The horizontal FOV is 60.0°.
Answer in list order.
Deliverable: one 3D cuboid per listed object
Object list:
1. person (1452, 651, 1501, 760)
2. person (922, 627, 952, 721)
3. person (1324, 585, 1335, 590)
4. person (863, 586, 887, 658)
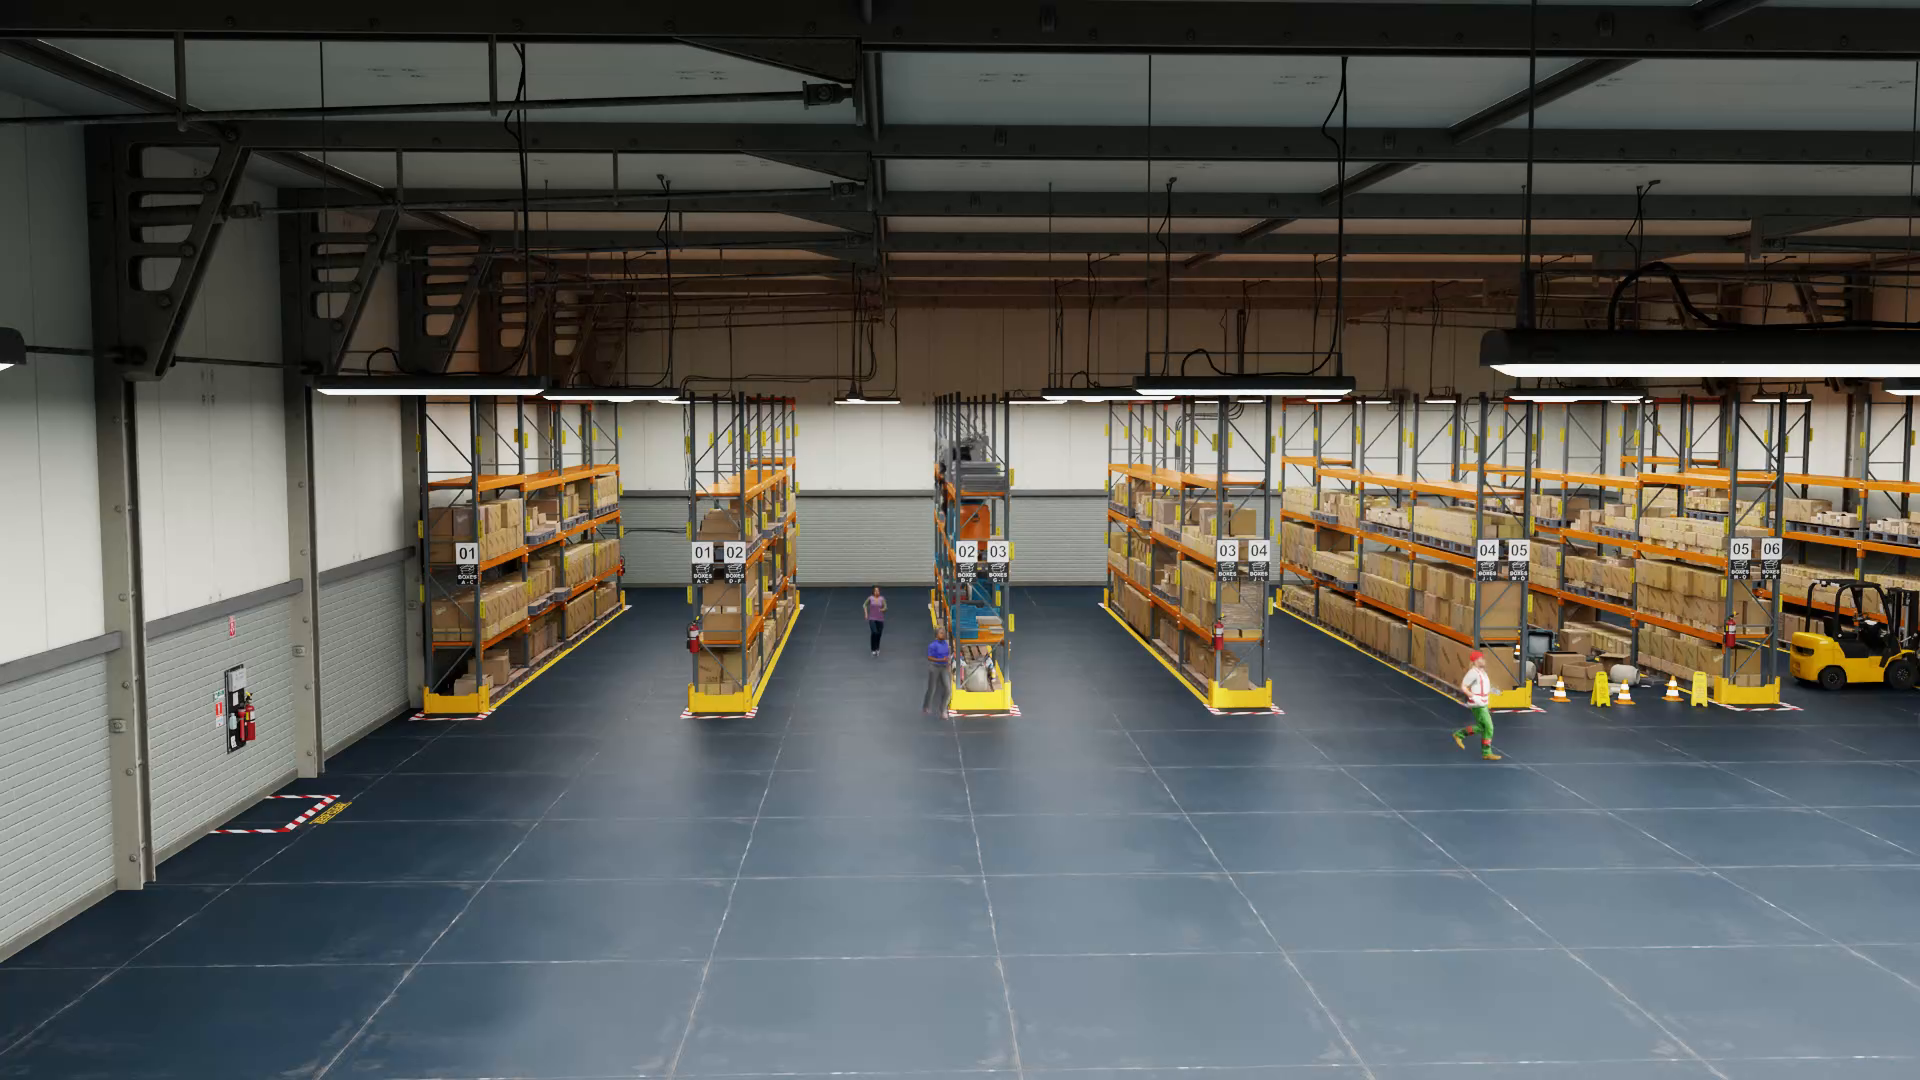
[{"bbox_3d":[8.411,2.680,27.075,0.837,1.755,0.667,3,6,34],"label":"person"},{"bbox_3d":[-0.392,2.450,30.585,0.574,1.681,0.720,-3,6,-34],"label":"person"},{"bbox_3d":[11.001,0.968,48.912,0.841,1.669,0.588,-1,5,-7],"label":"person"},{"bbox_3d":[-1.923,1.873,38.103,0.503,1.639,0.703,-1,5,-15],"label":"person"}]
